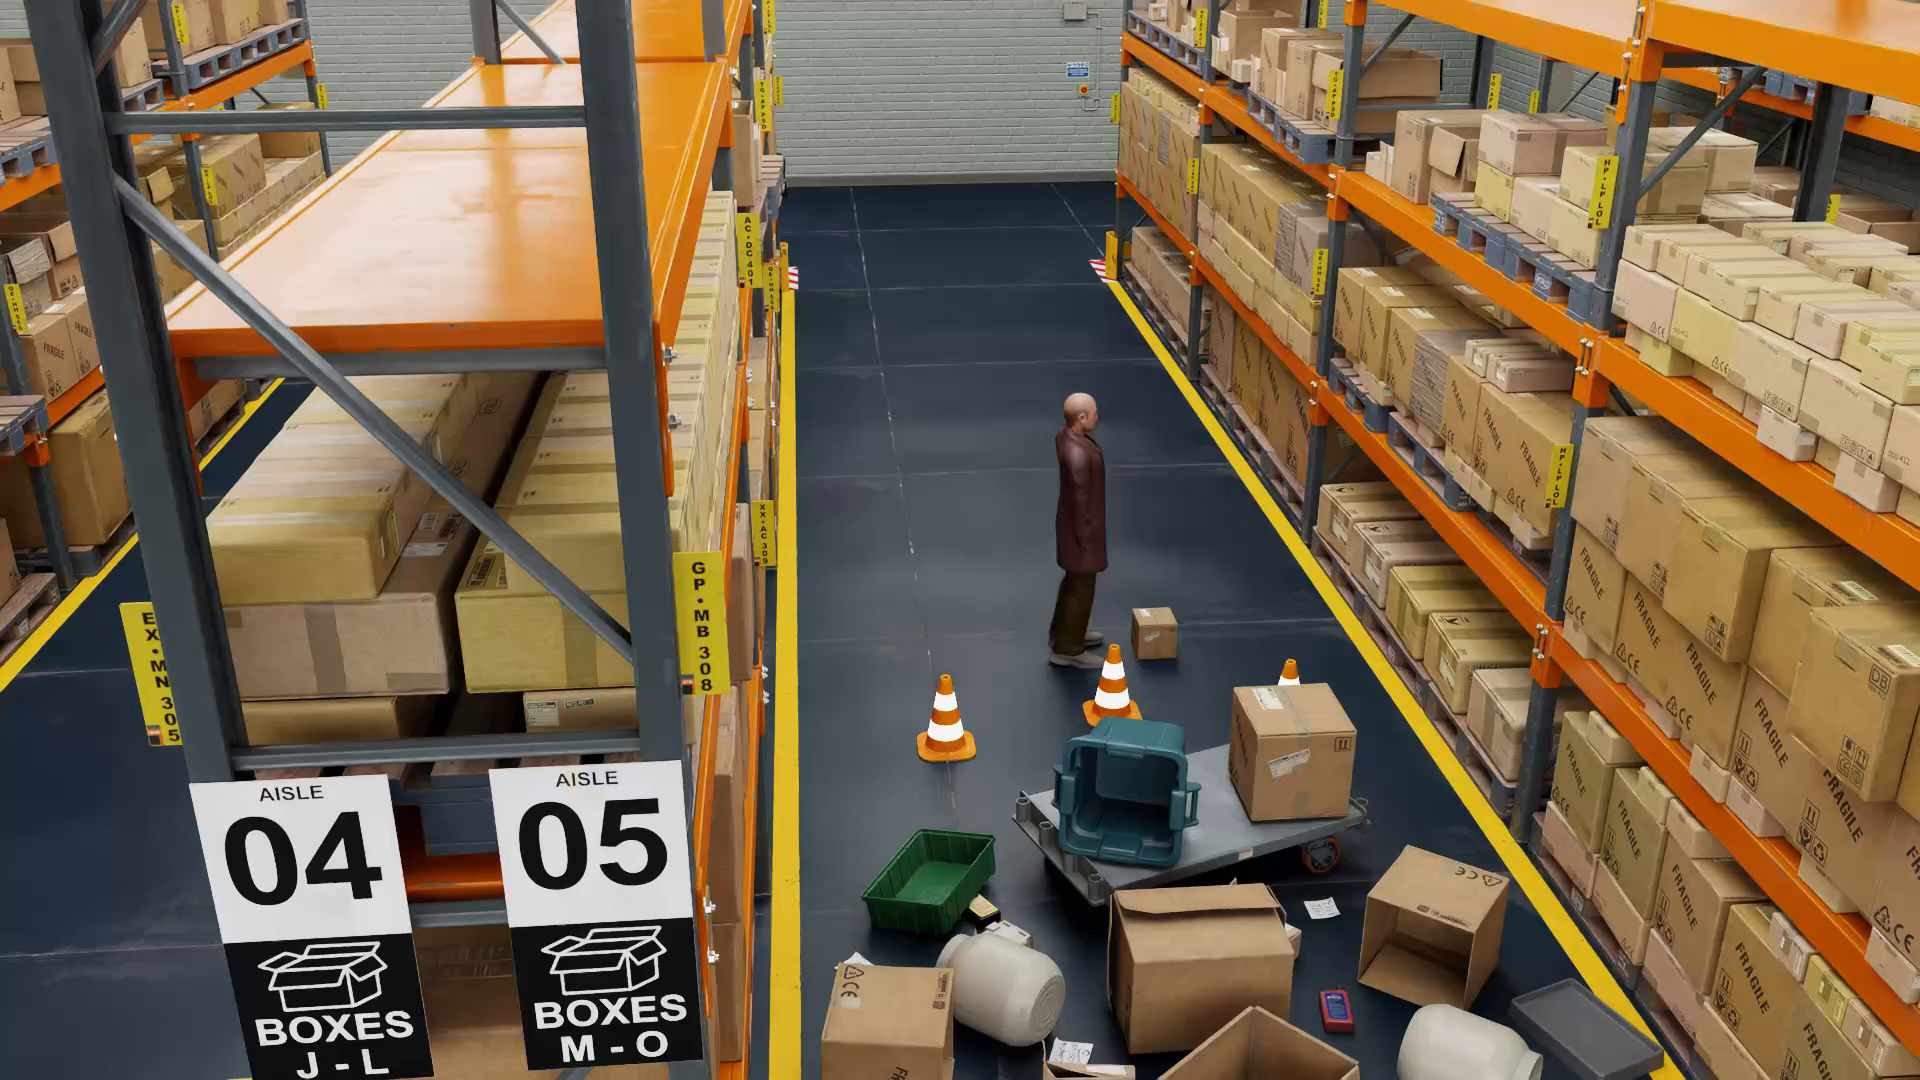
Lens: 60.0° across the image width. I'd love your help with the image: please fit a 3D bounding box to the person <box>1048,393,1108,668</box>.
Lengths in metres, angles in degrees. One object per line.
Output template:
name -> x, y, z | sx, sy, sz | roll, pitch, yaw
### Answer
person -> 0.762, -0.073, 10.558 | 0.399, 1.797, 0.563 | -2, 23, -4
